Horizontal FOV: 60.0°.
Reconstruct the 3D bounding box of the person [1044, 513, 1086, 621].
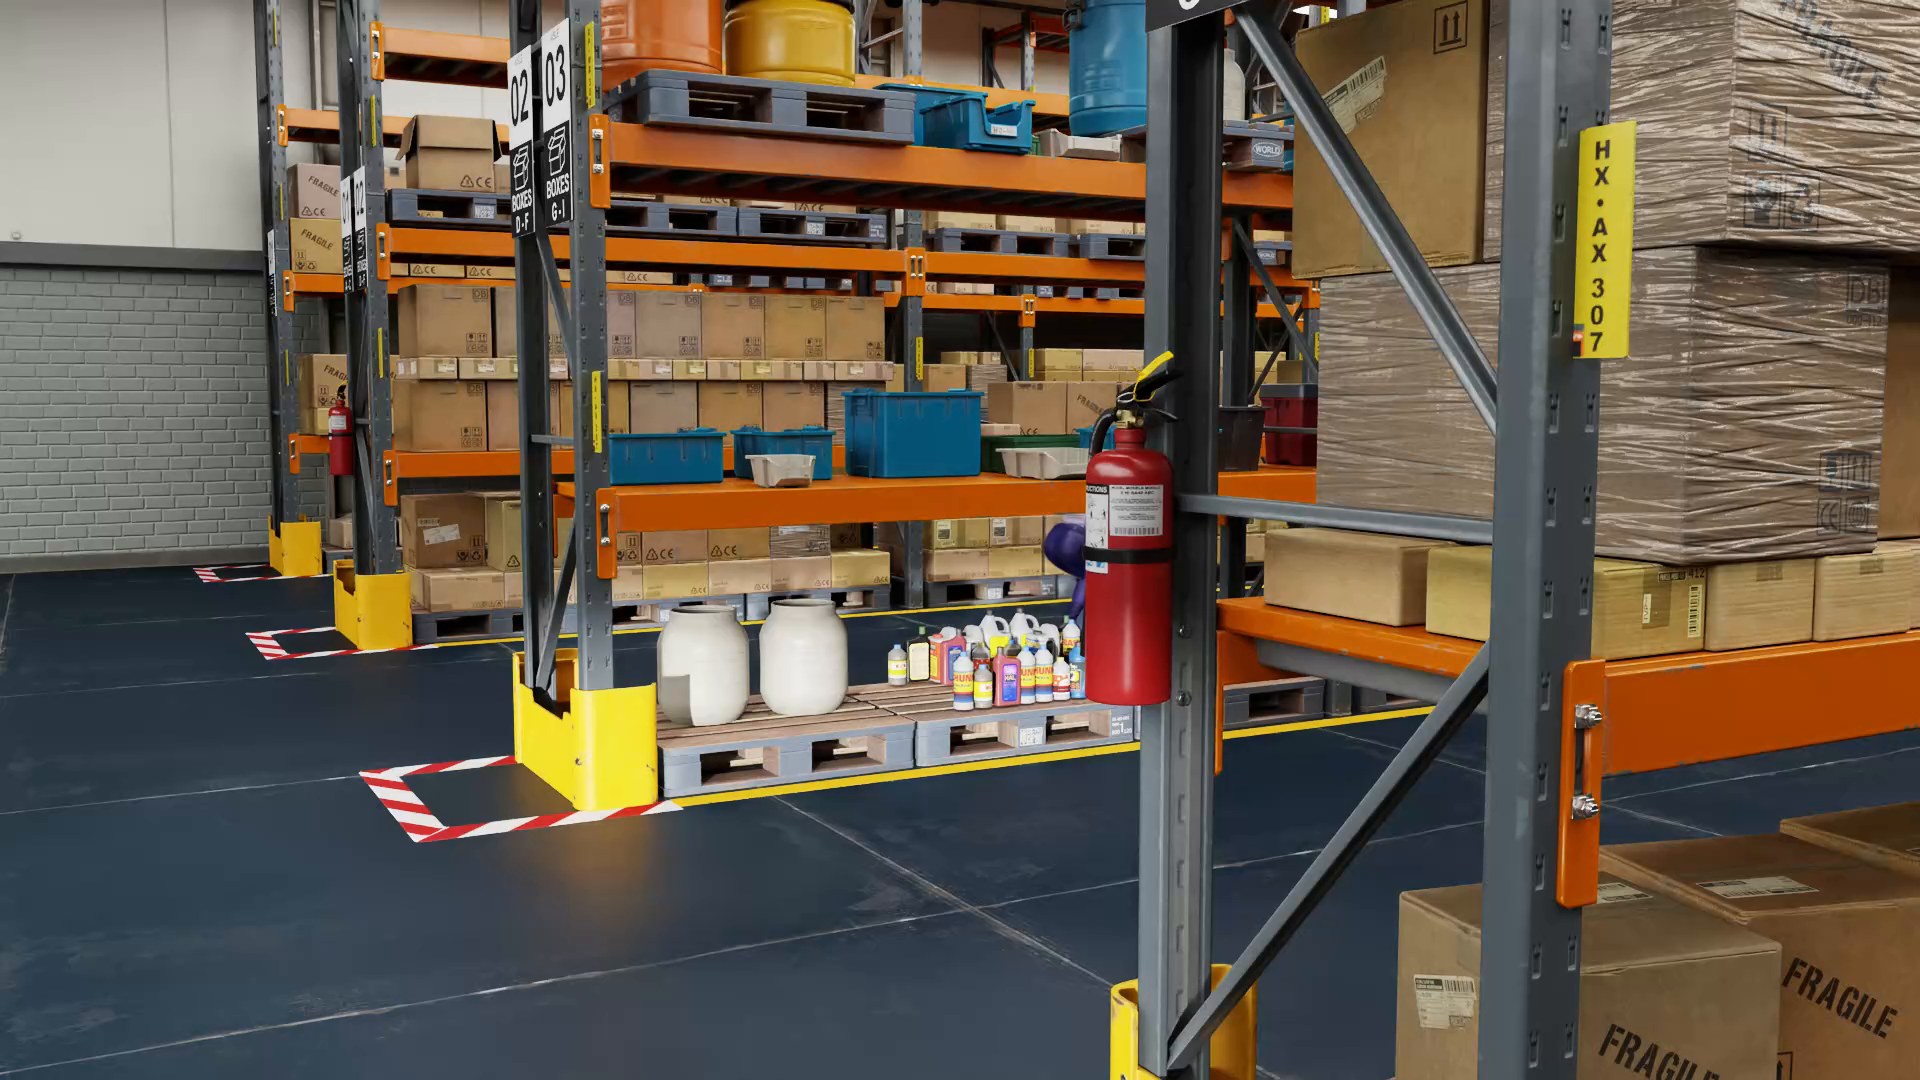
[{"bbox_3d":[0.946,0.076,11.801,0.742,1.198,0.539,-3,6,-29],"label":"person"}]
